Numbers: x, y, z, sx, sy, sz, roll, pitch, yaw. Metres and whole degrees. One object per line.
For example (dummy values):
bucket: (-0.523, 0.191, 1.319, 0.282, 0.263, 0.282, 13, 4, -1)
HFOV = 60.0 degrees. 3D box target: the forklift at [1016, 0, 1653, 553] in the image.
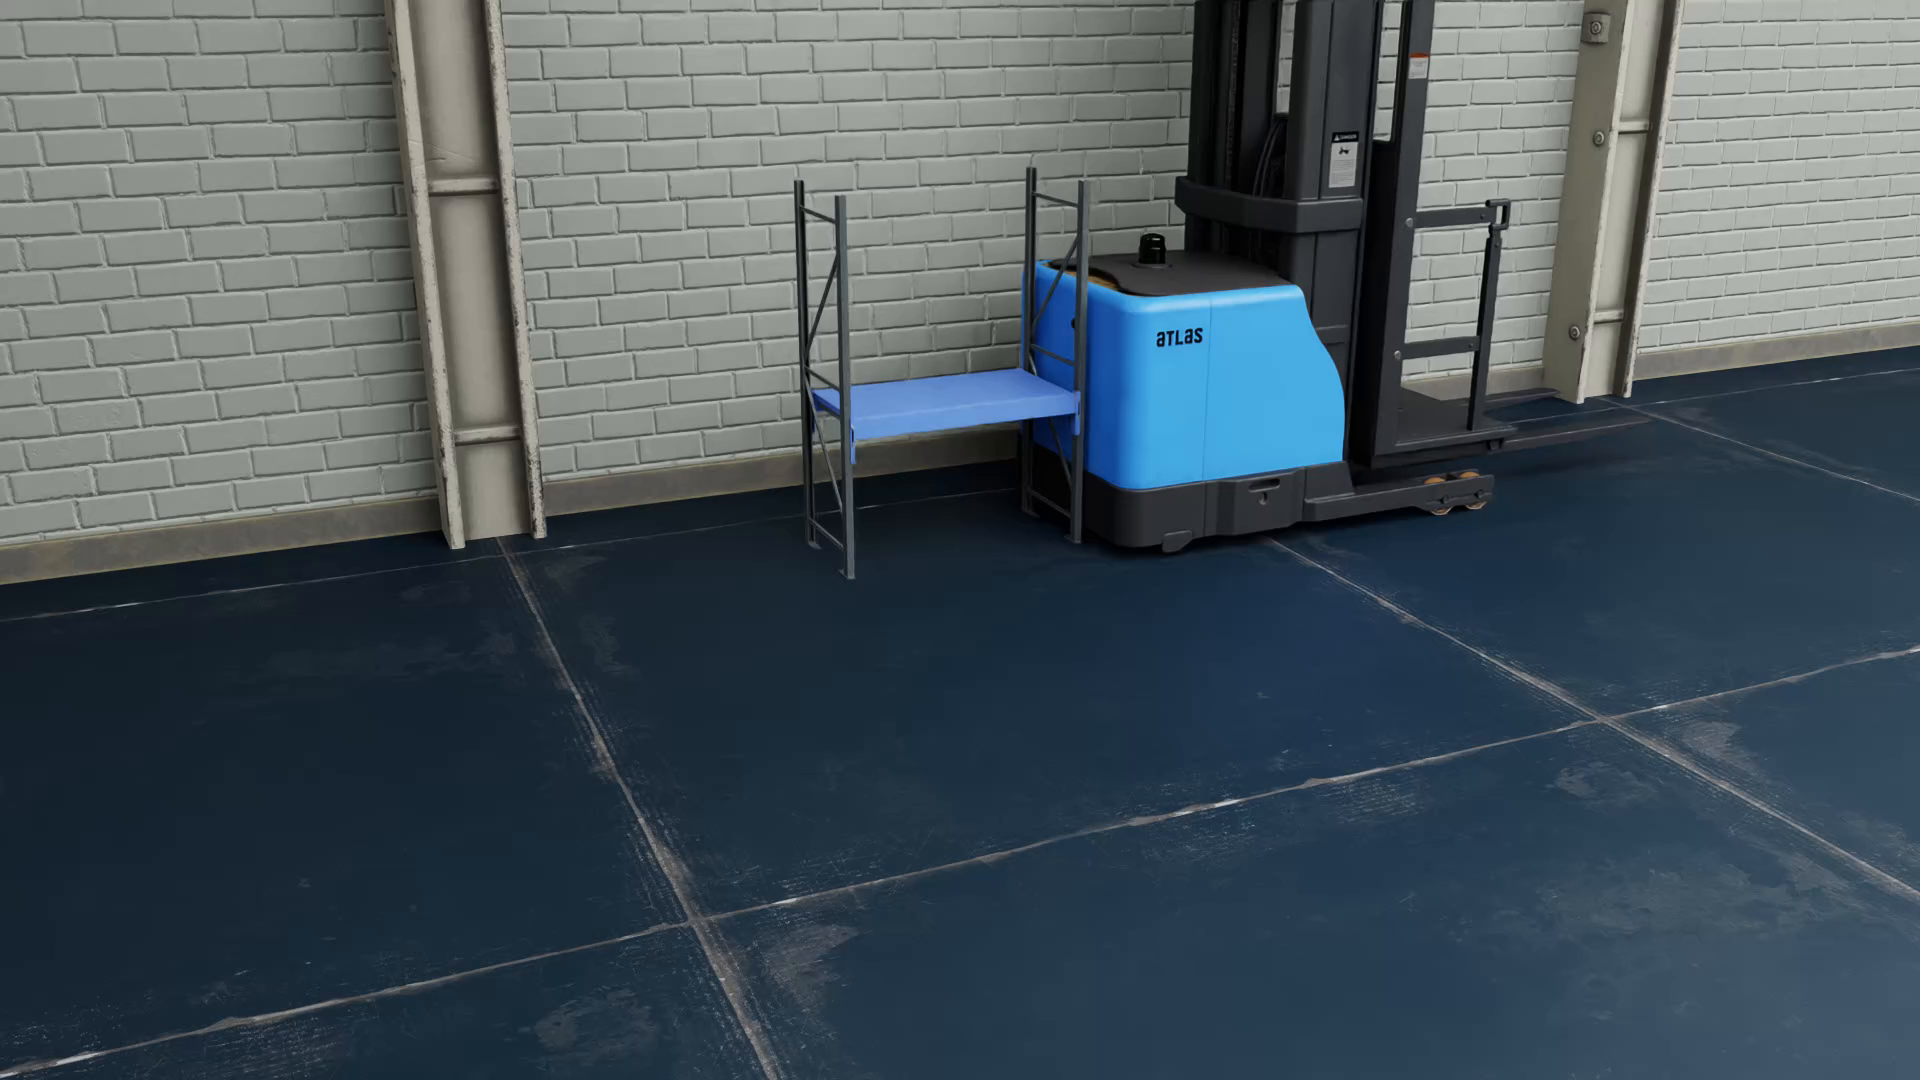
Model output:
forklift: (1.816, -1.640, 7.266, 3.031, 2.935, 1.130, -9, 21, -23)

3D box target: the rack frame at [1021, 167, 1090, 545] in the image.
rack frame: (0.391, -0.765, 6.937, 0.032, 1.500, 0.500, -9, 21, -23)

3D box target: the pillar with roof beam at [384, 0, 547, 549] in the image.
pillar with roof beam: (-0.290, -2.966, 1.896, 0.400, 9.000, 9.100, -8, 21, -22)

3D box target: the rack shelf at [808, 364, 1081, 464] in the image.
rack shelf: (-0.071, -0.525, 6.797, 1.000, 0.185, 0.538, -9, 21, -23)

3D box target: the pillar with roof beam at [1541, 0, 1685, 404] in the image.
pillar with roof beam: (5.219, -3.755, 4.138, 0.400, 9.000, 9.100, -8, 21, -22)

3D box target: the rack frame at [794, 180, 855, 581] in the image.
rack frame: (-0.533, -0.625, 6.538, 0.032, 1.500, 0.500, -9, 21, -23)

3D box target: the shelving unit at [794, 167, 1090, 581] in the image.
shelving unit: (-0.071, -0.695, 6.737, 1.048, 1.500, 0.538, -9, 21, -23)
